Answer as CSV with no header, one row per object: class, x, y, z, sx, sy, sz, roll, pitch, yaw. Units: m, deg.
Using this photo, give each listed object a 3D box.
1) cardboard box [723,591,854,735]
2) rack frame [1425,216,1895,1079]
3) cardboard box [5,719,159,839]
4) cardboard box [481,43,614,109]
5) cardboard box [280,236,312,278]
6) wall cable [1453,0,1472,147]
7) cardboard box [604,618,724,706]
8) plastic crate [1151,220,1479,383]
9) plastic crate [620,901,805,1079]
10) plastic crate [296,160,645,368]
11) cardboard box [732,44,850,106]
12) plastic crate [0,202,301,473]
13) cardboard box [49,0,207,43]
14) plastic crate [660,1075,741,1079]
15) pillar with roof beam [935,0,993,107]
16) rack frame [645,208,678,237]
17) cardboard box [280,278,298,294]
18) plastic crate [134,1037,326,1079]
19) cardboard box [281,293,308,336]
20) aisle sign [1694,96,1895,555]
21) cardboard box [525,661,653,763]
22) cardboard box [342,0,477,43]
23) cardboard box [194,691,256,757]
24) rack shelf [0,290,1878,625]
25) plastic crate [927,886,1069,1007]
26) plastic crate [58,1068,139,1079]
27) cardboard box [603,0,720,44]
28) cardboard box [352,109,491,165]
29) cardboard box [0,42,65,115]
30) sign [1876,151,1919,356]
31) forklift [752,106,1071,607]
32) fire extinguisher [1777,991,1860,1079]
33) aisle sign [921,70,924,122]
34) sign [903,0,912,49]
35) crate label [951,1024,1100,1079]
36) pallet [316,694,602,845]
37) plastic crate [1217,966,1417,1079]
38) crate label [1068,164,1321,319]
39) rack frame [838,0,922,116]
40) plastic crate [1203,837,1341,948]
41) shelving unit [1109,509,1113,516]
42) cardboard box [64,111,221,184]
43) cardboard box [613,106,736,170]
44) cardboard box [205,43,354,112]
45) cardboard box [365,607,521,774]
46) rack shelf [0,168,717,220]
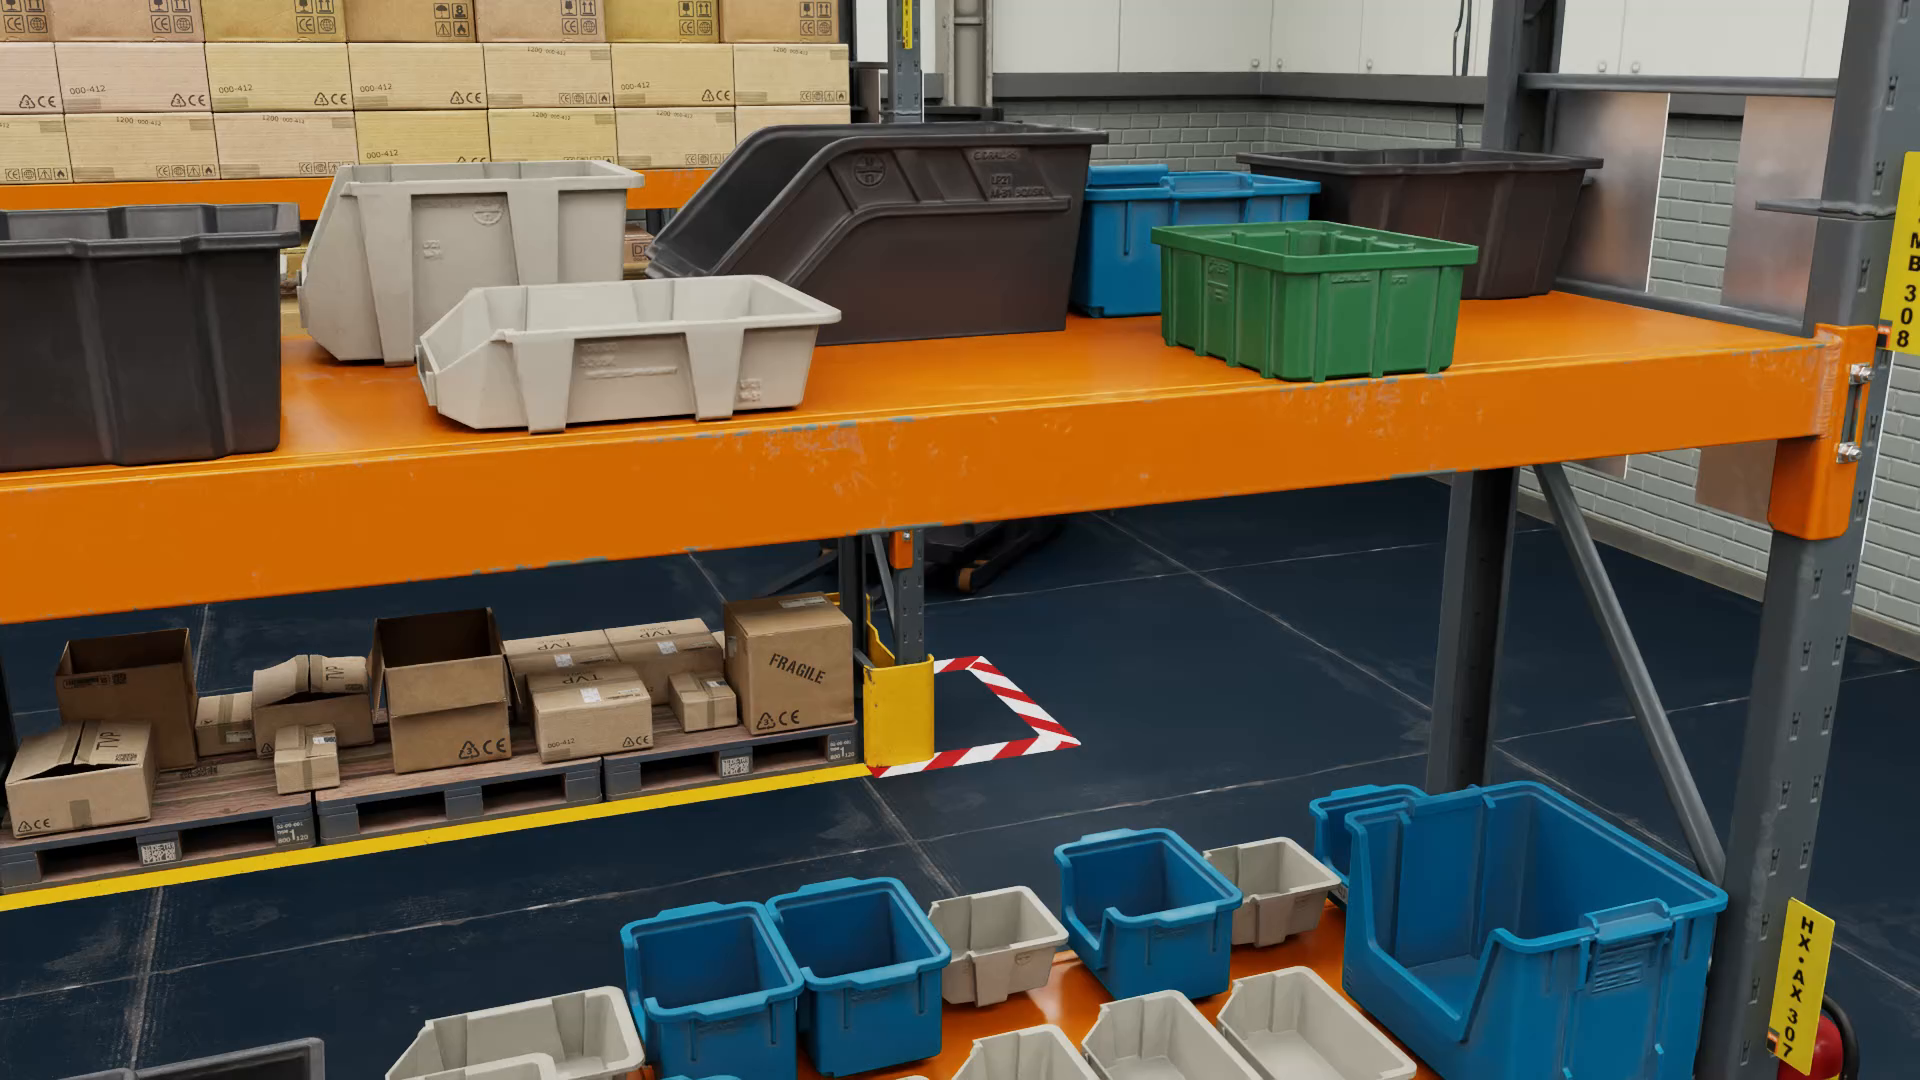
cardboard box,-0.823,0.579,7.958,0.500,0.500,0.500,-6,17,-20
rack frame,1.366,0.775,3.636,0.127,3.000,1.000,-6,17,-20
cardboard box,-3.669,0.968,6.969,0.500,0.311,0.500,-6,17,-20
cardboard box,-1.727,-1.917,6.858,0.500,0.250,0.500,-6,17,-20
cardboard box,-4.718,-1.695,11.514,0.700,0.700,0.980,-7,18,-21
wall cable,3.230,-3.697,13.726,0.112,2.526,3.097,-6,17,-20
cardboard box,-1.479,0.610,8.296,0.500,0.250,0.500,-6,17,-20
plastic crate,0.547,-0.388,2.649,0.336,0.188,0.450,-6,17,-20
plastic crate,-0.492,0.928,3.306,0.300,0.233,0.416,-6,17,-20
plastic crate,-0.814,-0.465,2.746,0.530,0.282,0.437,-6,17,-20
cardboard box,-0.792,-2.017,7.198,0.500,0.250,0.500,-6,17,-20
plastic crate,-1.111,-0.251,2.039,0.590,0.269,0.497,-6,17,-20
cardboard box,-3.180,-2.165,6.370,0.500,0.500,0.700,-6,17,-20
plastic crate,-0.460,1.101,2.716,0.300,0.233,0.416,-6,17,-20
pillar with roof beam,1.573,-4.077,9.512,0.400,9.000,9.100,-6,17,-20
rack frame,-2.179,-1.832,12.512,0.127,3.000,1.000,-6,17,-20
cardboard box,-2.811,-0.875,7.304,0.500,0.500,0.500,-6,17,-20
plastic crate,-1.420,1.098,2.918,0.590,0.125,0.437,-6,17,-20
cardboard box,-2.636,-0.731,6.810,0.500,0.500,0.500,-7,18,-22
aisle sign,1.538,-0.403,3.032,0.004,0.787,0.394,-6,17,-20
cardboard box,-1.721,0.787,7.694,0.500,0.250,0.500,-6,17,-20
cardboard box,-2.303,-2.307,6.855,0.500,0.500,0.700,-6,17,-20
cardboard box,-3.379,0.846,7.674,0.250,0.149,0.380,-6,17,-20
rack shelf,-0.502,-0.118,2.628,4.000,0.370,1.077,-6,17,-20
plastic crate,0.055,0.890,3.606,0.298,0.136,0.250,-6,17,-20
plastic crate,-1.446,1.095,2.327,0.583,0.464,0.402,-6,17,-20
cardboard box,-1.374,-2.411,7.211,0.500,0.500,0.700,-6,17,-20
cardboard box,-2.194,-1.627,6.759,0.500,0.250,0.500,-6,17,-20
cardboard box,-3.595,-1.716,6.174,0.500,0.250,0.500,-6,17,-20
sign,1.578,-0.471,2.741,0.005,0.325,0.100,-6,17,-20
forklift,-0.278,-1.207,10.507,1.130,2.935,3.031,7,18,24
fire extinguisher,1.669,1.095,3.344,0.183,0.674,0.296,-6,17,-20
aisle sign,-0.230,-1.702,7.458,0.004,0.787,0.394,-6,17,-20
sign,-0.223,-2.245,7.024,0.005,0.325,0.100,-6,17,-20
crate label,0.142,1.062,3.018,0.243,0.136,0.396,-6,17,-20
pallet,-2.356,1.020,7.752,1.213,0.211,1.003,-6,17,-20
plastic crate,0.669,1.002,3.222,0.243,0.136,0.396,-6,17,-20
crate label,0.389,-0.585,3.207,0.502,0.251,0.408,-6,17,-20
rack frame,-0.403,-3.407,7.230,0.127,3.000,1.000,-6,17,-20
plastic crate,0.688,0.821,3.839,0.298,0.136,0.250,-6,17,-20
shelving unit,0.857,-0.779,12.120,0.503,1.200,0.258,-2,16,-6
cardboard box,-3.127,-1.526,6.414,0.500,0.250,0.500,-6,17,-20
cardboard box,-1.259,-1.727,7.099,0.500,0.250,0.500,-6,17,-20
cardboard box,-2.658,-1.815,6.509,0.500,0.250,0.500,-6,17,-20
cardboard box,-2.386,0.670,7.641,0.637,0.503,0.797,-6,17,-20
rack shelf,-2.271,-1.421,7.067,4.000,0.370,1.077,-6,17,-20
